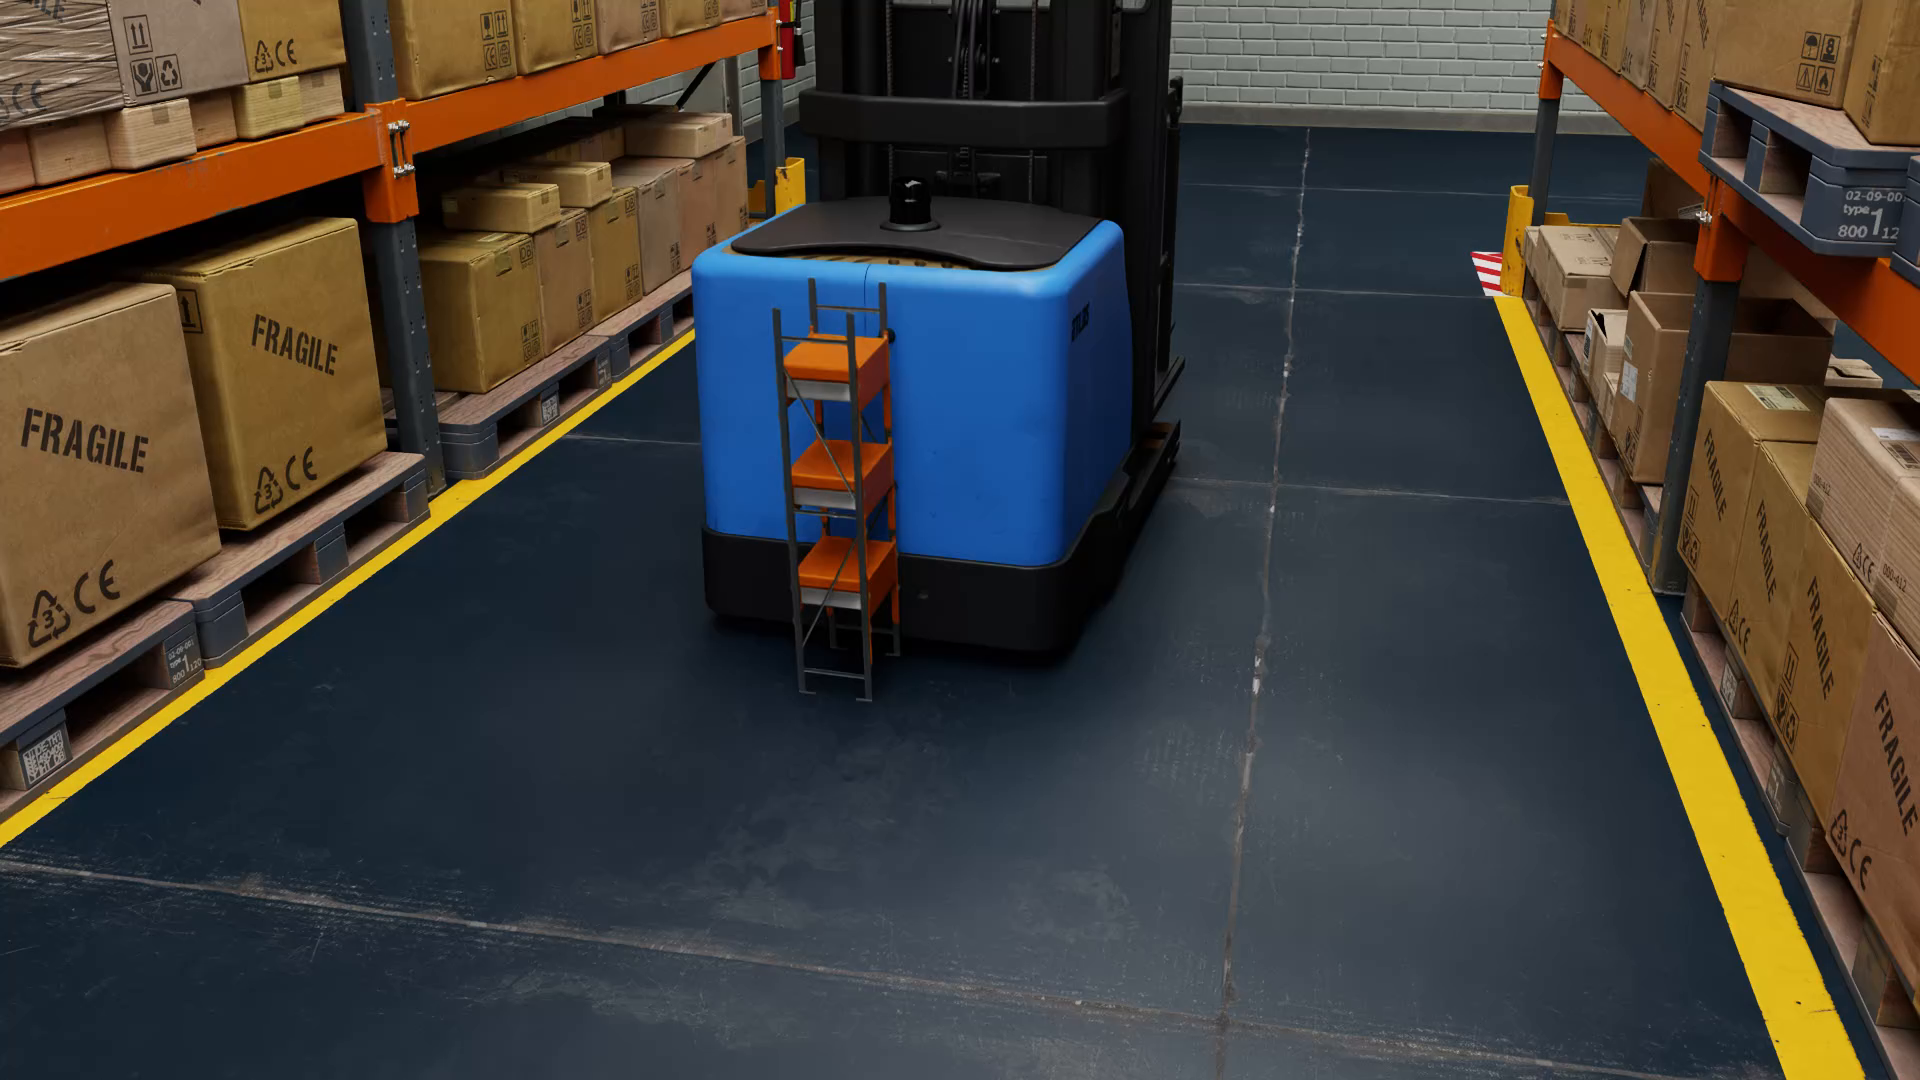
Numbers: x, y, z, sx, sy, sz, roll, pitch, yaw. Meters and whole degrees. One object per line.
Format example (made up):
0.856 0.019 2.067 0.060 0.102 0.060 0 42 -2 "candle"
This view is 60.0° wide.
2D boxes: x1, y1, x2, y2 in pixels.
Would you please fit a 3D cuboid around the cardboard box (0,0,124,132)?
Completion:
-2.341 -1.220 3.808 0.500 0.500 0.500 4 22 11 "cardboard box"

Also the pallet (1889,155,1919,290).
2.138 -0.368 2.509 1.003 0.211 1.213 4 22 11 "pallet"

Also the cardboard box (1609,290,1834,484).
2.401 -0.483 5.294 0.500 0.500 0.500 4 22 11 "cardboard box"

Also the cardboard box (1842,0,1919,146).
2.168 -1.037 3.217 0.700 0.500 0.500 8 23 19 "cardboard box"

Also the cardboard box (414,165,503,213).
-2.100 -1.438 6.824 0.380 0.149 0.250 4 22 9 "cardboard box"

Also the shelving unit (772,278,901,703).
-0.301 -0.114 4.209 0.215 1.050 0.252 6 27 14 "shelving unit"

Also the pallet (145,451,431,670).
-2.372 -0.003 5.078 1.003 0.211 1.213 4 22 11 "pallet"

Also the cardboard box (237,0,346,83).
-2.135 -1.590 4.728 0.500 0.500 0.500 4 22 10 "cardboard box"

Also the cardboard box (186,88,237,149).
-2.205 -1.147 4.495 0.380 0.149 0.250 5 23 13 "cardboard box"

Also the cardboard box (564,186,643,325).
-1.822 -1.256 7.242 0.700 0.500 0.500 5 22 12 "cardboard box"

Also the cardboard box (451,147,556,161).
-1.996 -1.624 7.288 0.380 0.149 0.250 4 22 10 "cardboard box"

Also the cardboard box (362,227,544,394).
-2.035 -0.885 6.321 0.700 0.500 0.500 5 22 12 "cardboard box"

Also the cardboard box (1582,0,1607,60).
2.825 -2.203 6.674 0.500 0.500 0.500 4 22 11 "cardboard box"

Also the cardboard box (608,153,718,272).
-1.619 -1.636 8.184 0.700 0.500 0.500 4 22 11 "cardboard box"

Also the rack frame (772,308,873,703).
-0.333 -0.062 4.104 0.200 1.050 0.008 6 27 14 "rack frame"

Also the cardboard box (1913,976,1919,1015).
1.813 0.661 2.454 0.500 0.500 0.500 4 22 9 "cardboard box"

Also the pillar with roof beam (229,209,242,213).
1.223 -4.361 4.136 9.100 9.000 0.400 4 22 11 "pillar with roof beam"

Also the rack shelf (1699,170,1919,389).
2.154 -0.143 2.657 1.077 0.370 4.000 4 22 11 "rack shelf"

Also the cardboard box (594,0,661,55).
-1.868 -2.454 7.030 0.980 0.700 0.700 3 22 8 "cardboard box"

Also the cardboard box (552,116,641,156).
-1.789 -1.996 8.209 0.380 0.149 0.250 5 22 11 "cardboard box"

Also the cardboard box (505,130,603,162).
-1.892 -1.811 7.750 0.380 0.149 0.250 5 22 12 "cardboard box"

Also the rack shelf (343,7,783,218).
-1.880 -1.982 7.223 1.077 0.370 4.000 4 22 11 "rack shelf"

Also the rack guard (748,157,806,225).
-1.467 -1.897 9.394 1.175 0.500 0.348 4 22 11 "rack guard"

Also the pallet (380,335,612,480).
-2.056 -0.563 6.469 1.003 0.211 1.213 4 22 11 "pallet"

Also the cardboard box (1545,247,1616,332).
2.786 -1.057 7.054 0.500 0.250 0.500 4 22 11 "cardboard box"

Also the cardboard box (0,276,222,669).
-2.472 -0.209 4.173 0.750 0.750 0.750 5 23 13 "cardboard box"

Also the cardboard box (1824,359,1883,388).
3.026 -0.552 5.913 0.380 0.166 0.250 4 22 11 "cardboard box"

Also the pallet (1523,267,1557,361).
3.201 -1.058 7.698 1.003 0.211 1.213 4 22 11 "pallet"

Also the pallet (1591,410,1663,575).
2.703 -0.166 5.483 1.003 0.211 1.213 4 22 11 "pallet"

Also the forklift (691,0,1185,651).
0.171 -1.584 5.363 1.130 2.935 3.031 6 23 15 "forklift"

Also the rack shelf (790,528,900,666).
-0.295 0.146 4.335 0.215 0.259 0.240 6 27 14 "rack shelf"

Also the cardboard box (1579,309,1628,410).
2.554 -0.669 6.011 0.500 0.311 0.500 4 22 11 "cardboard box"

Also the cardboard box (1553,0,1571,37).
3.030 -2.575 7.599 0.500 0.500 0.500 5 22 12 "cardboard box"

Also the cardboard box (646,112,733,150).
-1.364 -2.059 8.366 0.380 0.149 0.250 4 22 10 "cardboard box"

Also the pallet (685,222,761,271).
-1.558 -1.455 8.685 1.003 0.211 1.213 4 22 11 "pallet"

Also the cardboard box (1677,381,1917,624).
2.225 -0.094 4.330 0.500 0.500 0.500 3 22 8 "cardboard box"

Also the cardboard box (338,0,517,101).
-2.161 -1.921 5.706 0.980 0.700 0.700 5 22 12 "cardboard box"

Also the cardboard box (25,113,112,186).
-2.316 -0.961 4.034 0.380 0.149 0.250 4 22 11 "cardboard box"

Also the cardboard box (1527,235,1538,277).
2.906 -1.343 7.875 0.380 0.166 0.250 4 22 11 "cardboard box"

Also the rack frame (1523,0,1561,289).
3.378 -2.671 7.971 1.000 3.000 0.127 4 22 11 "rack frame"

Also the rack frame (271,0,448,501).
-2.288 -1.584 5.273 1.000 3.000 0.127 4 22 11 "rack frame"

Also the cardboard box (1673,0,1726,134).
2.413 -1.457 4.822 0.500 0.500 0.500 5 22 12 "cardboard box"

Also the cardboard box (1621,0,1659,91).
2.620 -1.834 5.757 0.500 0.500 0.500 5 22 12 "cardboard box"

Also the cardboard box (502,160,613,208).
-1.680 -1.489 6.950 0.380 0.149 0.250 4 22 9 "cardboard box"

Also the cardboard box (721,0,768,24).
-1.566 -2.999 8.384 0.980 0.700 0.700 5 23 13 "cardboard box"

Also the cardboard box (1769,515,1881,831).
2.018 0.284 3.391 0.500 0.500 0.500 5 22 12 "cardboard box"

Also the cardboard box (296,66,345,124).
-2.080 -1.332 4.955 0.380 0.149 0.250 5 22 11 "cardboard box"
